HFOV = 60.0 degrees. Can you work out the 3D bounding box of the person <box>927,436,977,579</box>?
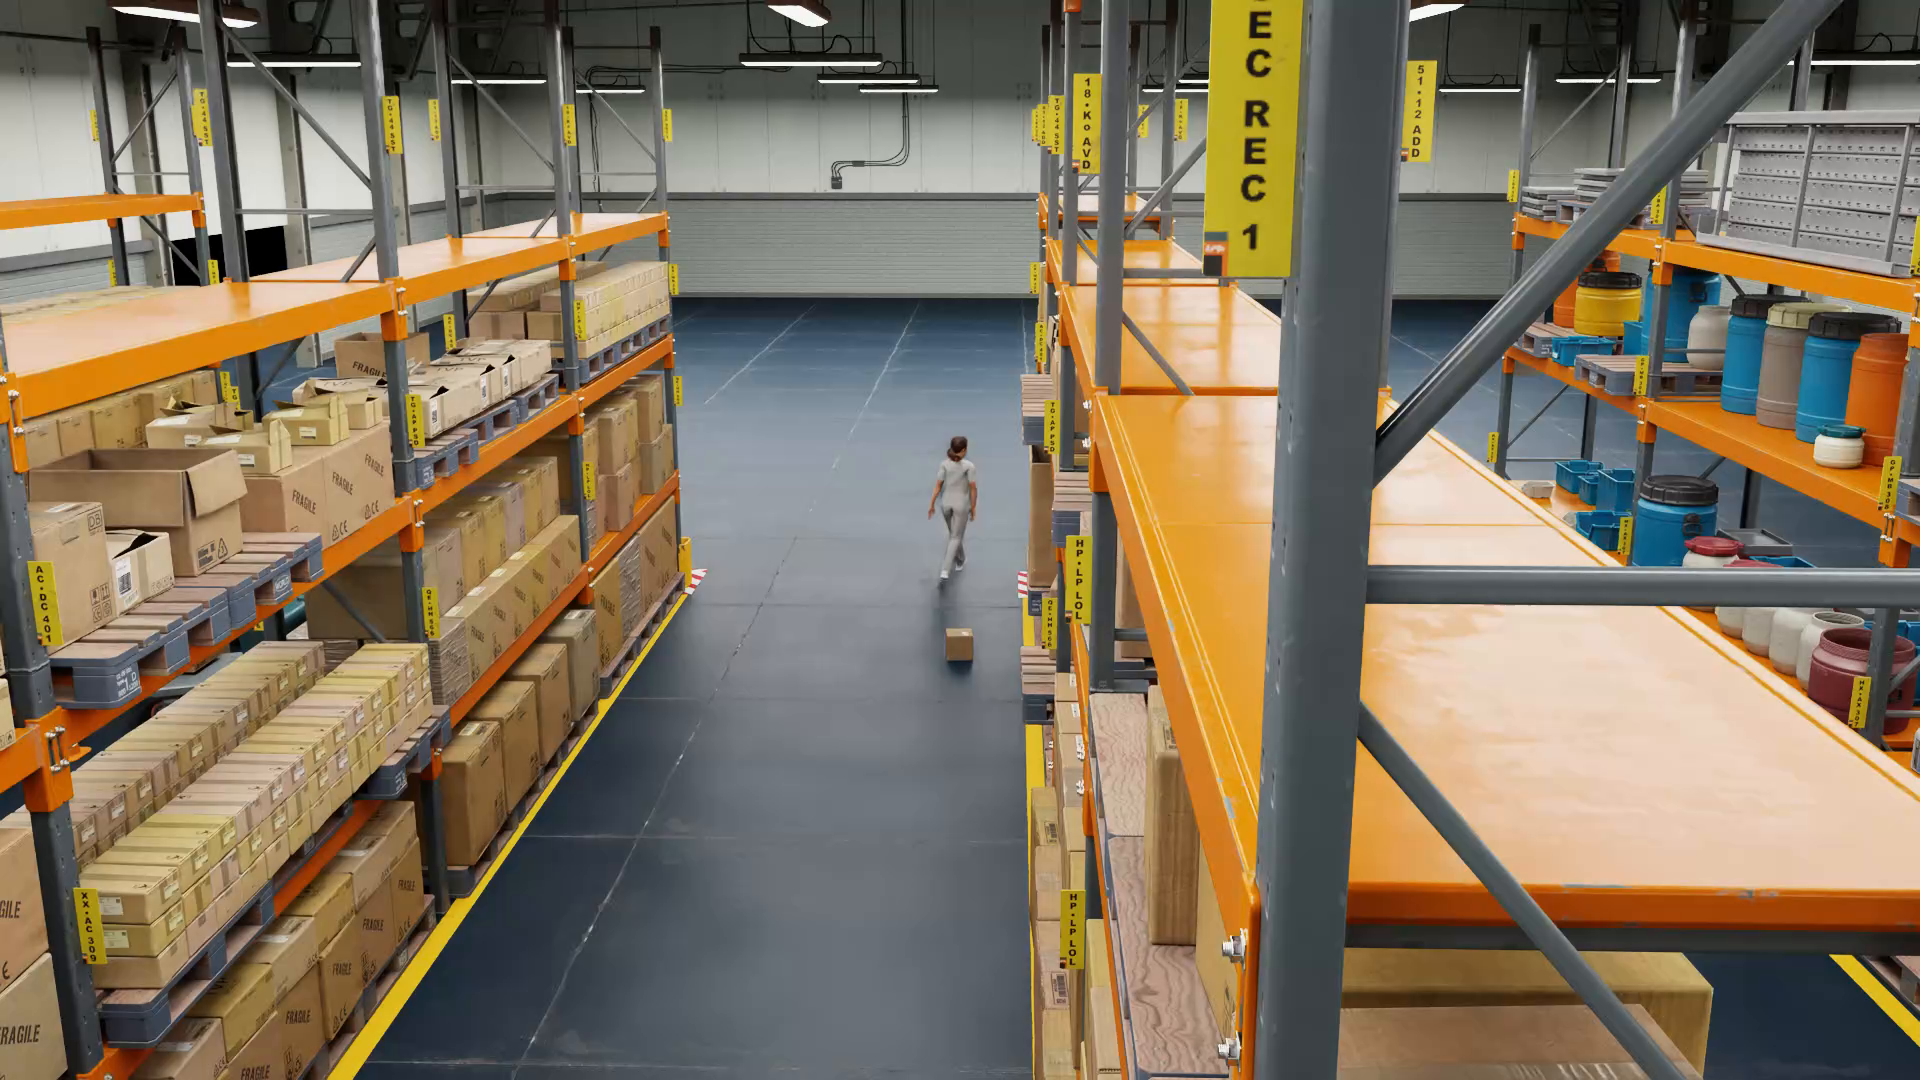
[{"bbox_3d":[-0.063,-0.380,18.801,0.545,1.620,1.028,6,15,23],"label":"person"}]
